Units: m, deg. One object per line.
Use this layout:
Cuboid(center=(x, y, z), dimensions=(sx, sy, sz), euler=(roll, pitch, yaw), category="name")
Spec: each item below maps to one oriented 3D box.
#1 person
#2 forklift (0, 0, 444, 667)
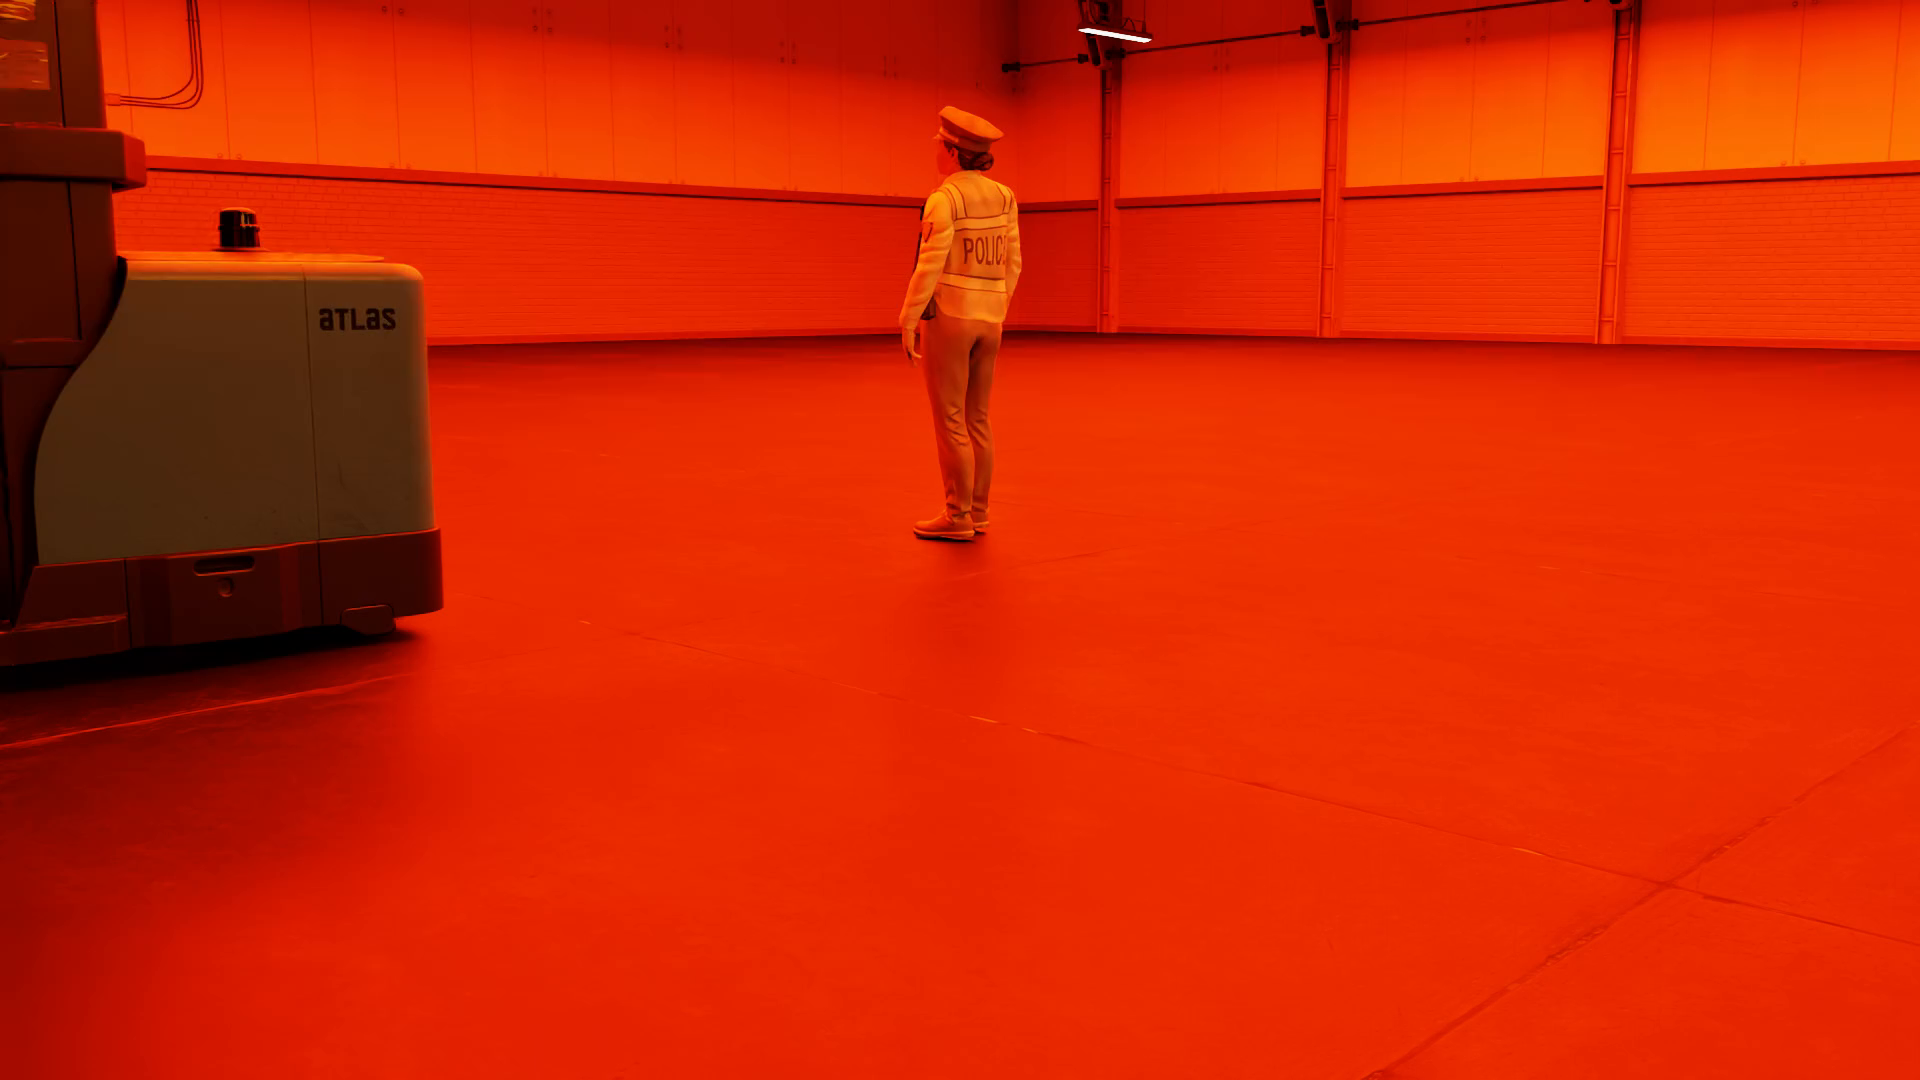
Cuboid(center=(-0.044, -0.853, 6.641), dimensions=(0.533, 1.696, 0.588), euler=(8, 12, 43), category="person")
Cuboid(center=(-2.996, -1.096, 4.152), dimensions=(3.031, 2.935, 1.130), euler=(-7, 11, -37), category="forklift")
